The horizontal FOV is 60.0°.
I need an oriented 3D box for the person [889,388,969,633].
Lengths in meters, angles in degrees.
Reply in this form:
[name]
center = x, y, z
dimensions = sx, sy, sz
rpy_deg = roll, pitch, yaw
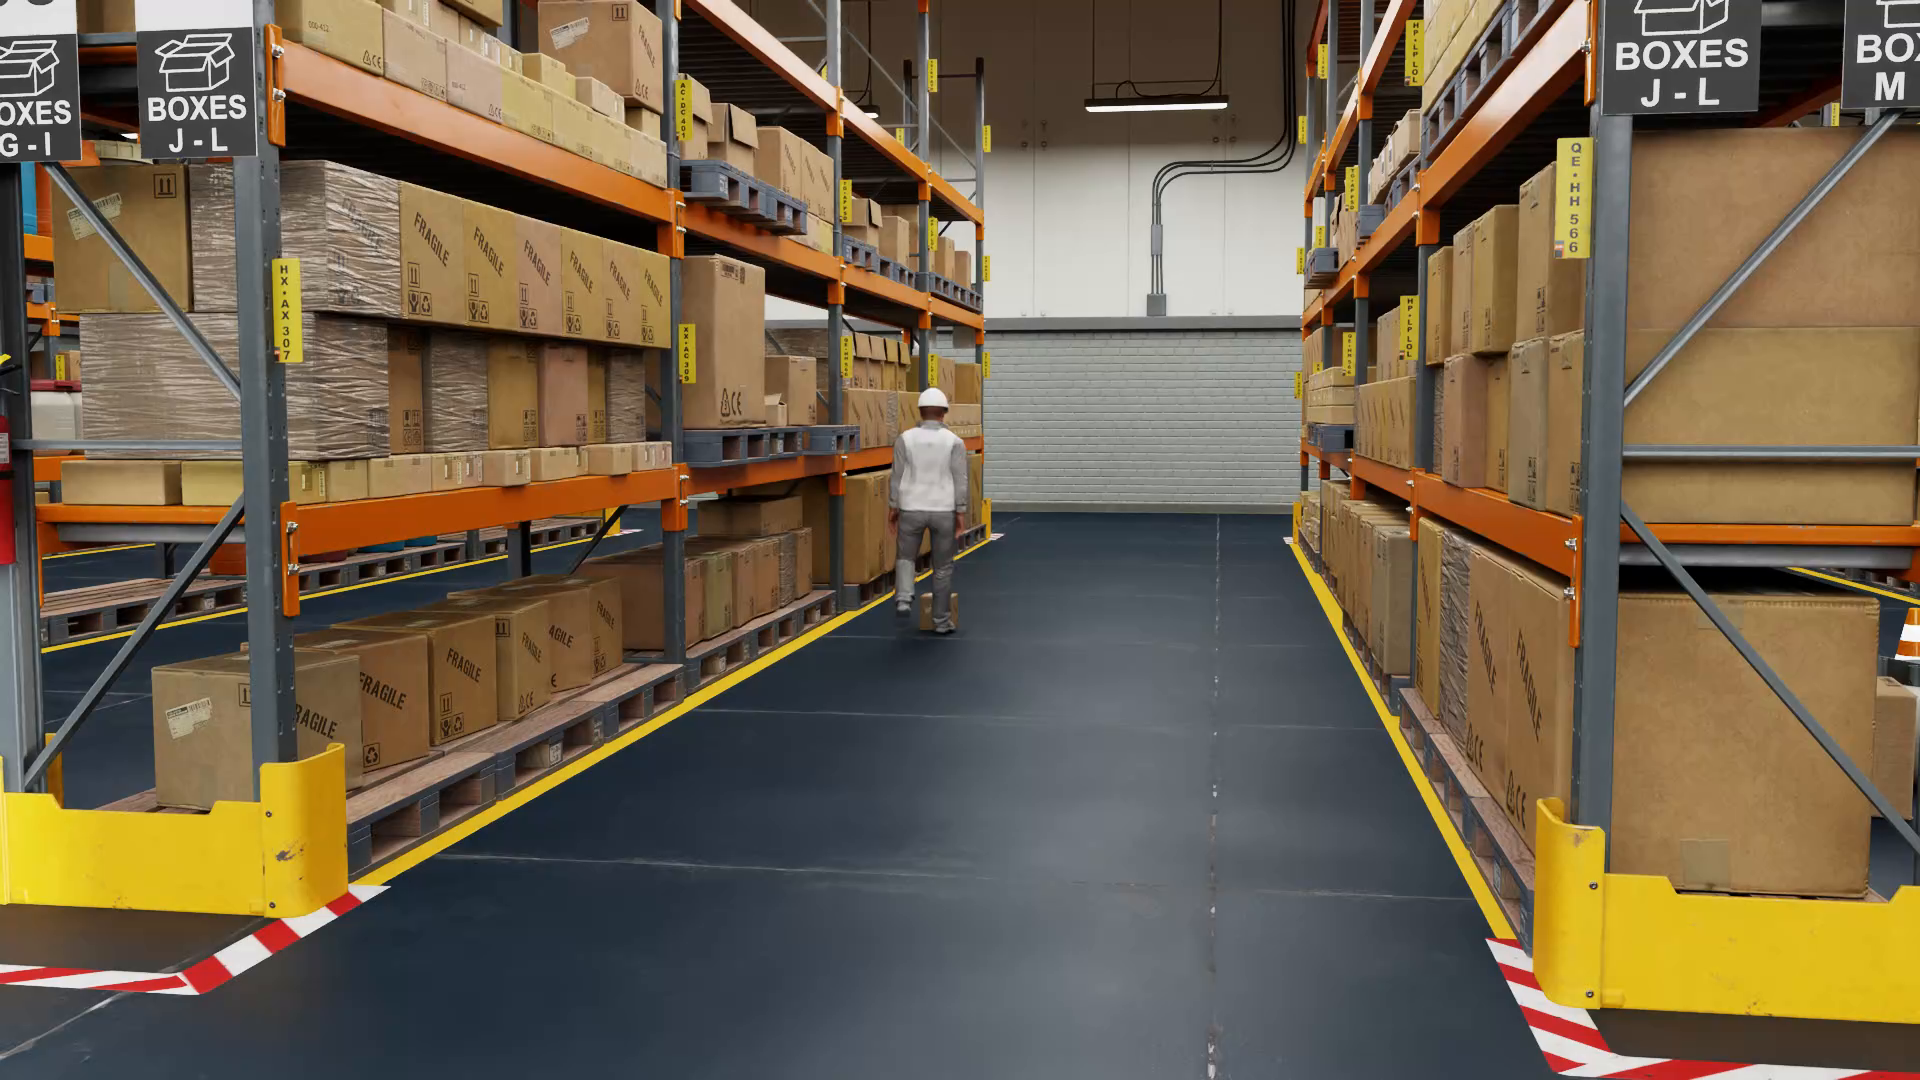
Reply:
[person]
center = -0.219, -0.204, 11.909
dimensions = 0.576, 1.767, 0.651
rpy_deg = 0, 4, 3
